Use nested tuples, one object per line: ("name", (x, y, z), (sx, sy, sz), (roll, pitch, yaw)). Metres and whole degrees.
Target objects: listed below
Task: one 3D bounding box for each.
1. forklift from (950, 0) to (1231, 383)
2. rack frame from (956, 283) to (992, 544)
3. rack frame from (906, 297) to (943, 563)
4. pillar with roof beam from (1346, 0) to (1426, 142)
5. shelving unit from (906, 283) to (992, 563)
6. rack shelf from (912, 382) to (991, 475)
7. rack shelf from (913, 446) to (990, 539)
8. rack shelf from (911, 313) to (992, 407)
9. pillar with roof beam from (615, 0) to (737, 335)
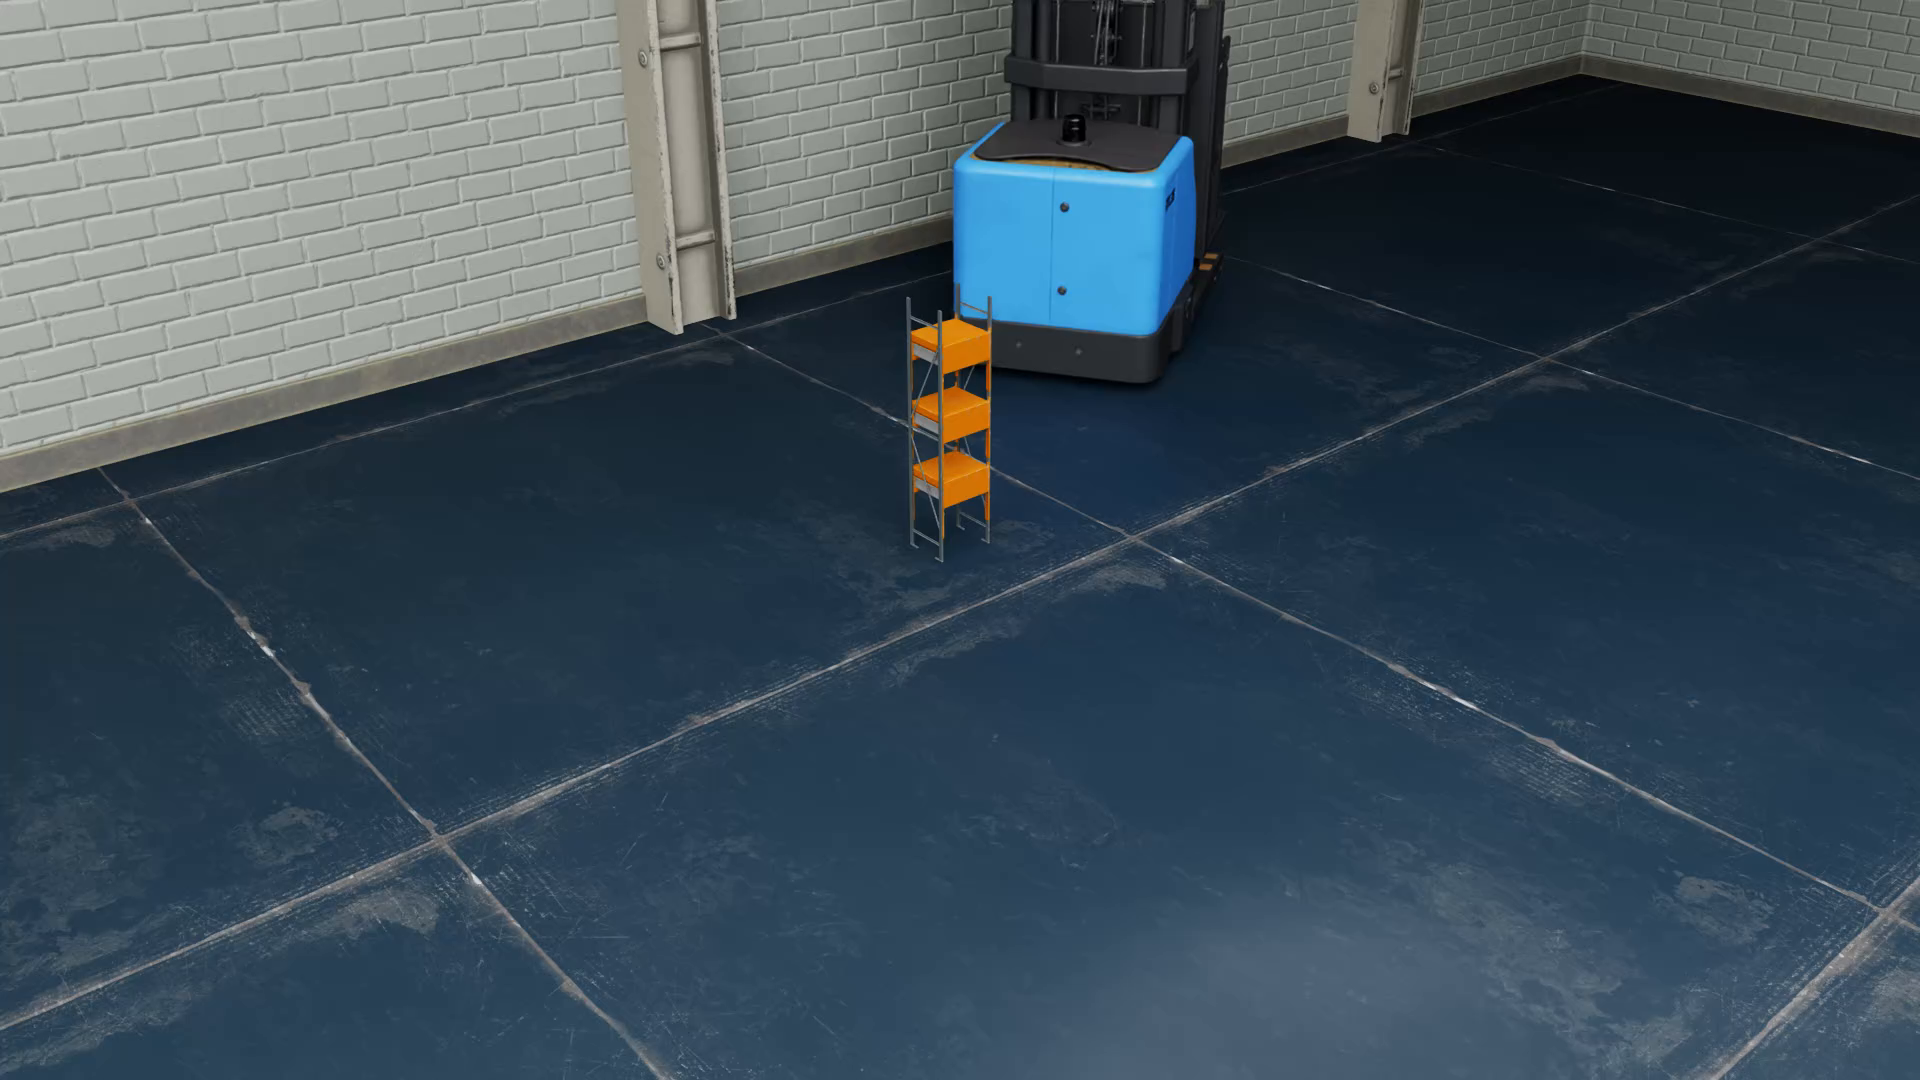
("forklift", (0.875, -2.726, 8.741), (1.130, 2.935, 3.031), (8, 29, 15))
("rack frame", (0.052, -0.484, 6.542), (0.008, 1.050, 0.200), (-22, 35, -35))
("rack frame", (-0.133, -0.409, 6.402), (0.008, 1.050, 0.200), (-22, 35, -35))
("pillar with roof beam", (5.905, -5.459, 7.418), (0.400, 9.000, 9.100), (-22, 35, -35))
("shelving unit", (-0.041, -0.447, 6.472), (0.252, 1.050, 0.215), (-22, 35, -35))
("rack shelf", (-0.041, -0.437, 6.477), (0.240, 0.259, 0.215), (-22, 35, -35))
("rack shelf", (-0.041, -0.192, 6.608), (0.240, 0.259, 0.215), (-22, 35, -35))
("rack shelf", (-0.041, -0.688, 6.343), (0.240, 0.259, 0.215), (-22, 35, -35))
("pillar with roof beam", (1.341, -3.624, 3.983), (0.400, 9.000, 9.100), (-22, 35, -35))
